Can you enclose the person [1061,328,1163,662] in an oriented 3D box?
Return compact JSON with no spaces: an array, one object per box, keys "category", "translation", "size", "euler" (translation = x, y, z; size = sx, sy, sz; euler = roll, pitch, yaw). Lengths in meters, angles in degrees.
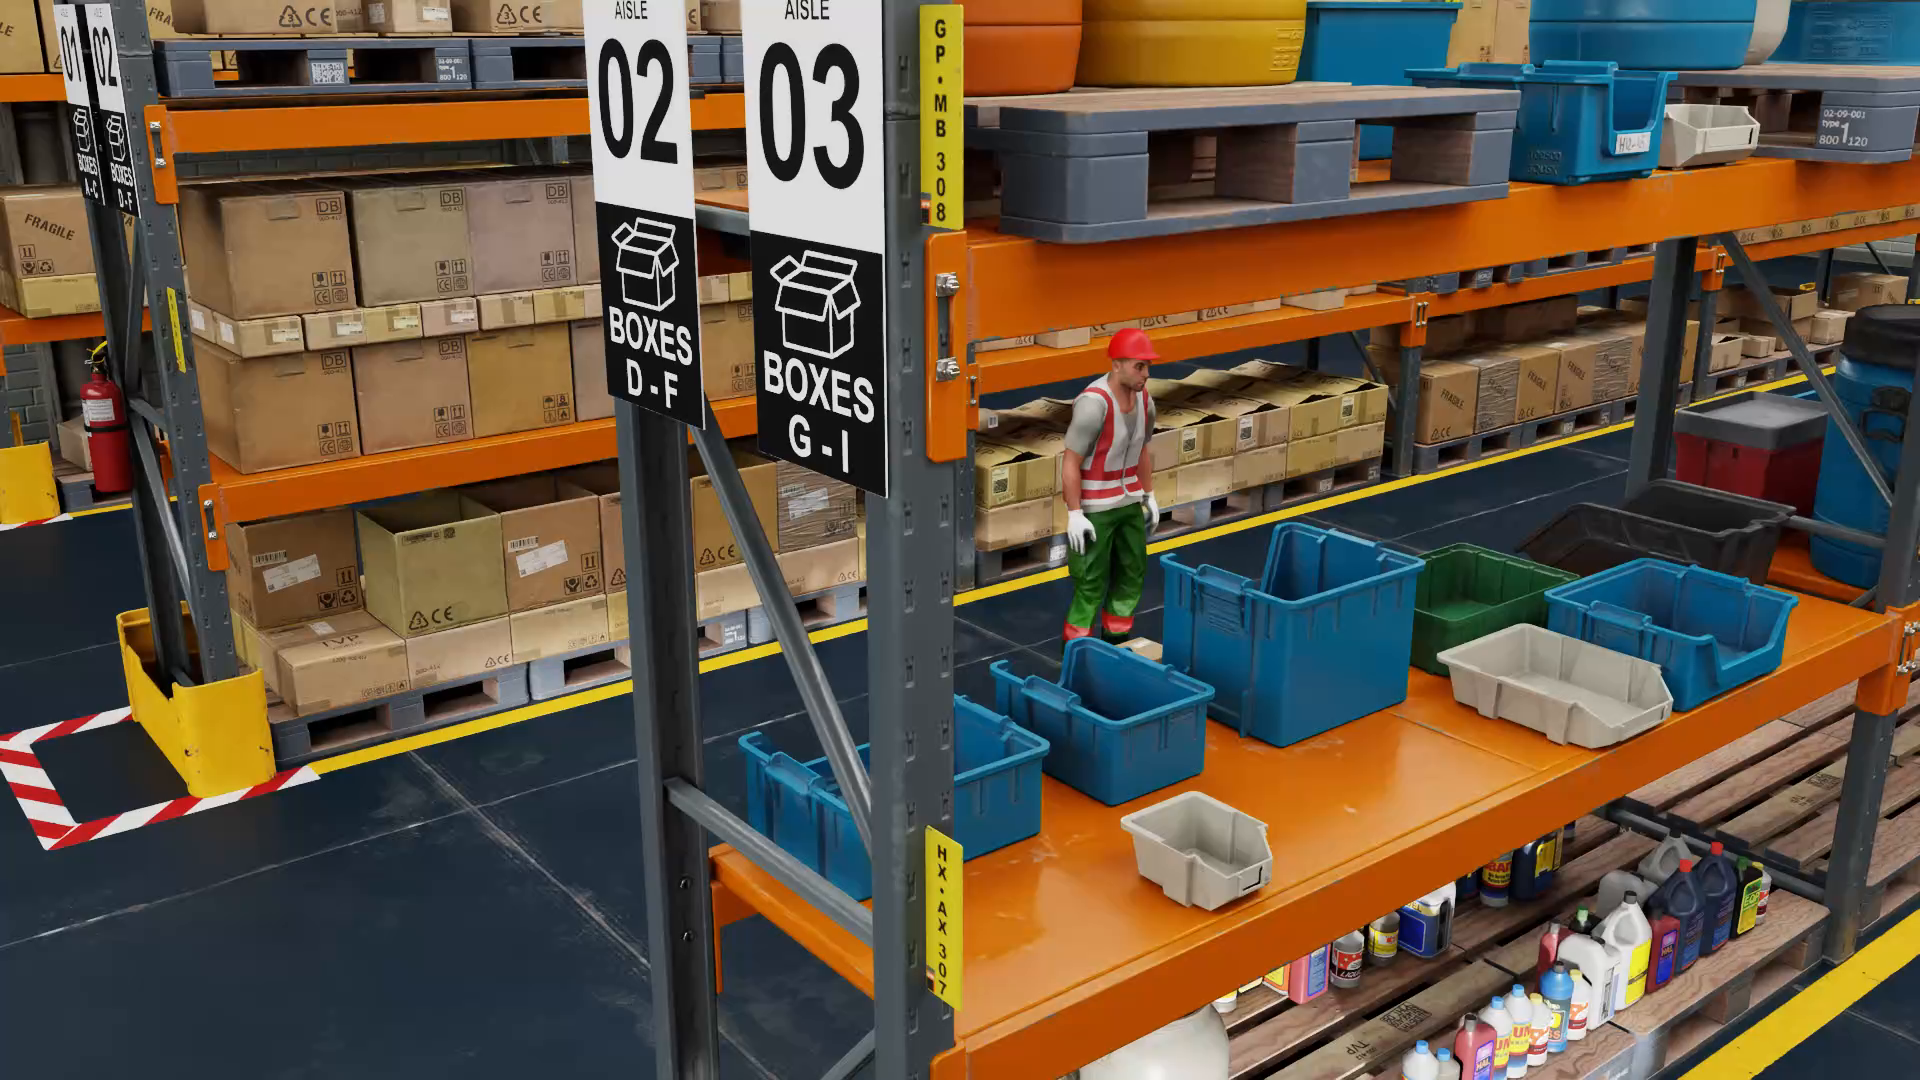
[{"category":"person","translation":[0.732,-0.136,7.957],"size":[0.616,1.778,0.453],"euler":[-15,23,-40]}]
